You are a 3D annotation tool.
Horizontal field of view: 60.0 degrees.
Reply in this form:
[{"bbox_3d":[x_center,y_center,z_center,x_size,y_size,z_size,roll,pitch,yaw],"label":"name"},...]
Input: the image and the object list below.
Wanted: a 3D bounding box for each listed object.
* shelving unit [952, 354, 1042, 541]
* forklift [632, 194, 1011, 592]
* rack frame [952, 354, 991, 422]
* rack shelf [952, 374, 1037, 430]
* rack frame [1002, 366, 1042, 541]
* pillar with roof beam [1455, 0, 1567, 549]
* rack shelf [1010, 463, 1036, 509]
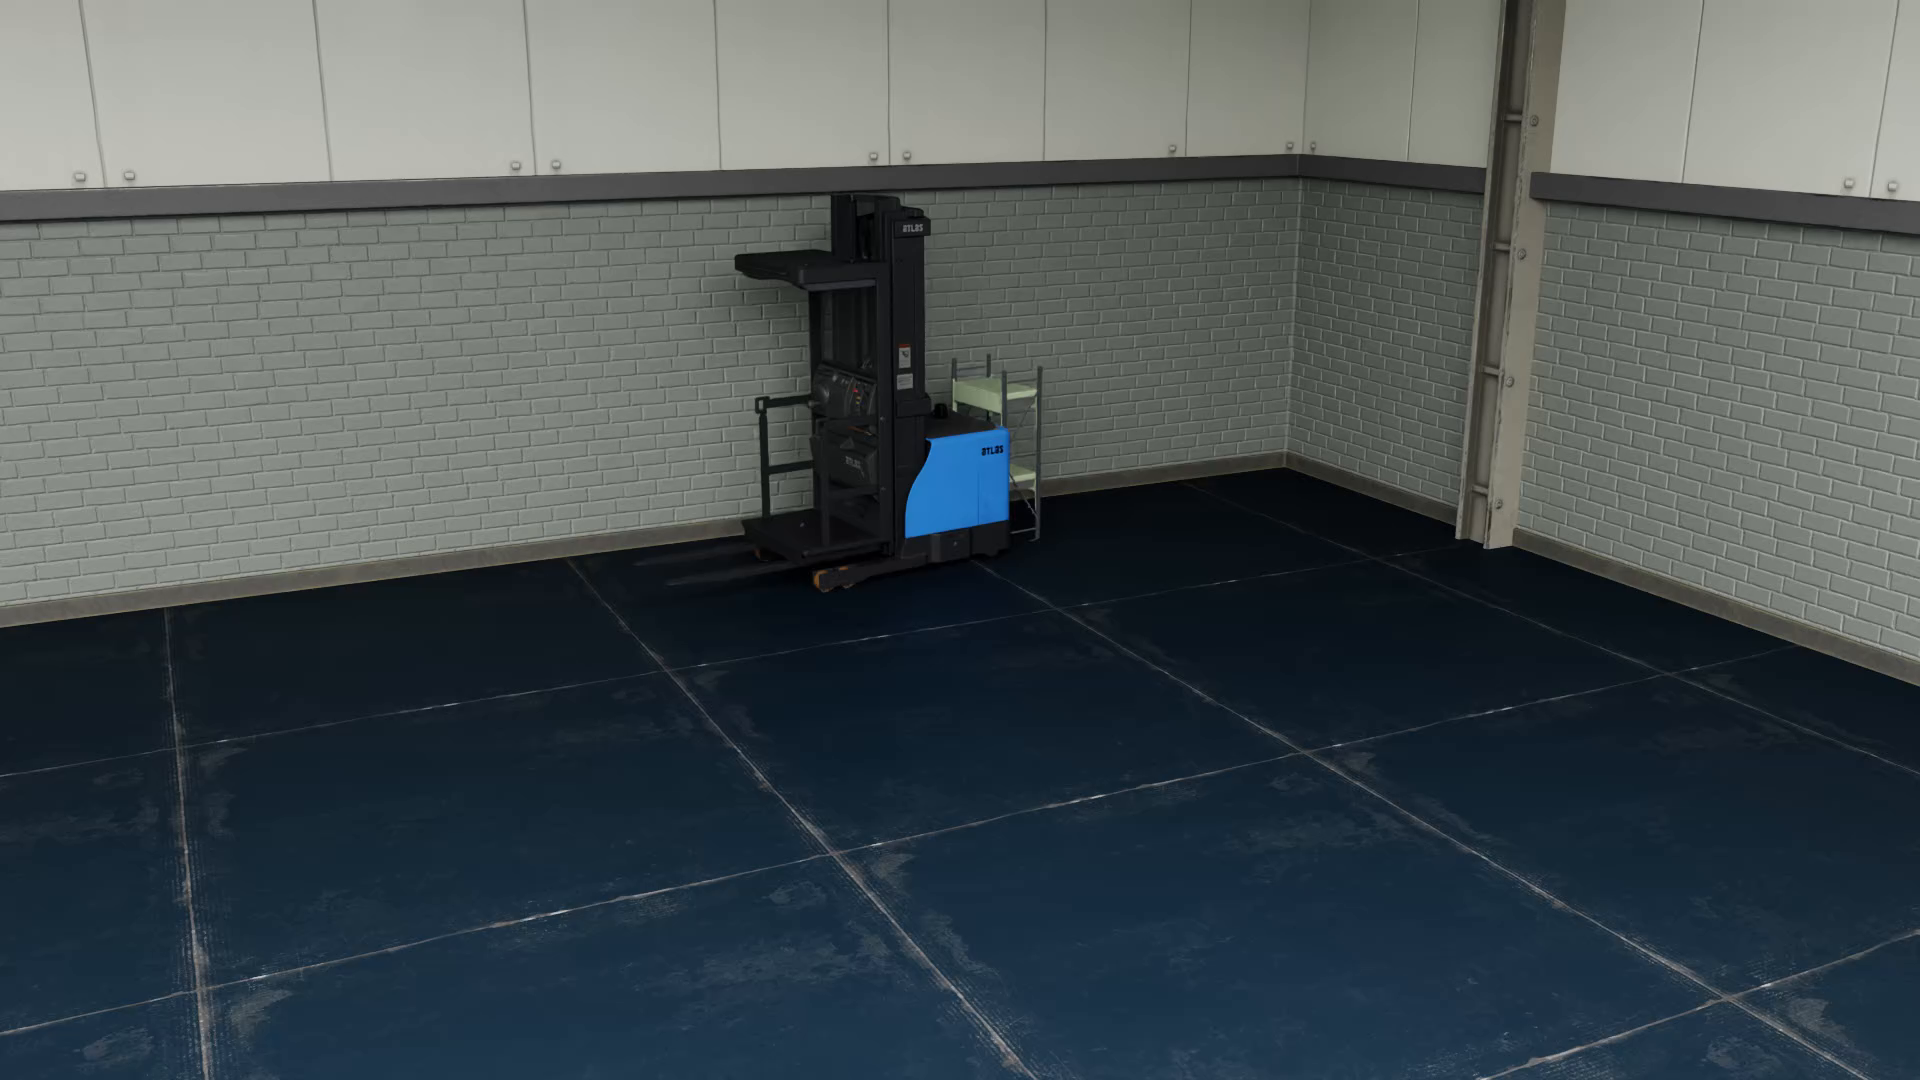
[{"bbox_3d":[0.307,-0.781,14.252,0.431,1.500,0.755,-11,19,-33],"label":"shelving unit"},{"bbox_3d":[-1.088,-1.172,13.022,3.031,2.935,1.130,-10,19,-32],"label":"forklift"},{"bbox_3d":[0.099,-0.864,14.542,0.400,1.500,0.023,-11,19,-33],"label":"rack frame"},{"bbox_3d":[0.307,-1.156,14.144,0.431,0.370,0.720,-11,19,-33],"label":"rack shelf"},{"bbox_3d":[0.514,-0.698,13.962,0.400,1.500,0.023,-11,19,-33],"label":"rack frame"},{"bbox_3d":[0.613,-3.794,11.158,9.100,9.000,0.400,-8,18,-25],"label":"pillar with roof beam"},{"bbox_3d":[0.307,-0.467,14.342,0.431,0.370,0.720,-11,19,-33],"label":"rack shelf"}]
